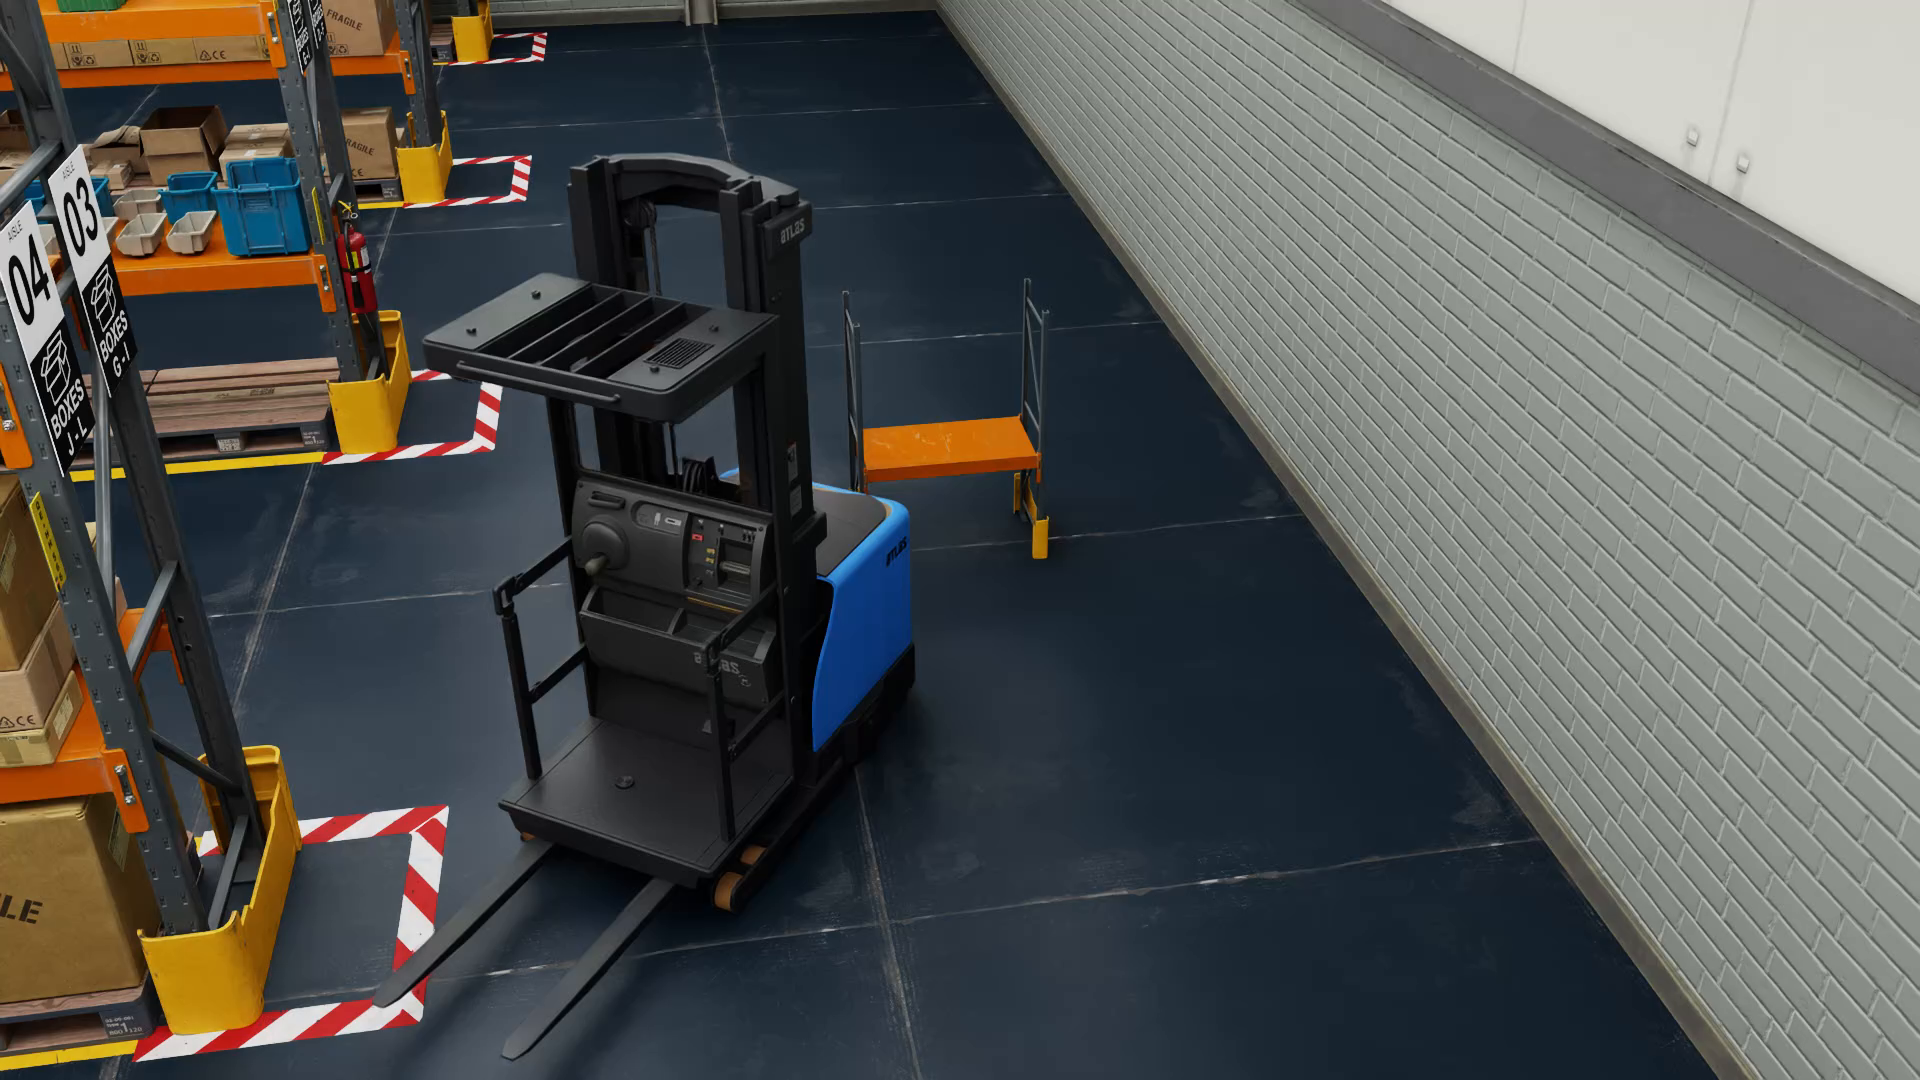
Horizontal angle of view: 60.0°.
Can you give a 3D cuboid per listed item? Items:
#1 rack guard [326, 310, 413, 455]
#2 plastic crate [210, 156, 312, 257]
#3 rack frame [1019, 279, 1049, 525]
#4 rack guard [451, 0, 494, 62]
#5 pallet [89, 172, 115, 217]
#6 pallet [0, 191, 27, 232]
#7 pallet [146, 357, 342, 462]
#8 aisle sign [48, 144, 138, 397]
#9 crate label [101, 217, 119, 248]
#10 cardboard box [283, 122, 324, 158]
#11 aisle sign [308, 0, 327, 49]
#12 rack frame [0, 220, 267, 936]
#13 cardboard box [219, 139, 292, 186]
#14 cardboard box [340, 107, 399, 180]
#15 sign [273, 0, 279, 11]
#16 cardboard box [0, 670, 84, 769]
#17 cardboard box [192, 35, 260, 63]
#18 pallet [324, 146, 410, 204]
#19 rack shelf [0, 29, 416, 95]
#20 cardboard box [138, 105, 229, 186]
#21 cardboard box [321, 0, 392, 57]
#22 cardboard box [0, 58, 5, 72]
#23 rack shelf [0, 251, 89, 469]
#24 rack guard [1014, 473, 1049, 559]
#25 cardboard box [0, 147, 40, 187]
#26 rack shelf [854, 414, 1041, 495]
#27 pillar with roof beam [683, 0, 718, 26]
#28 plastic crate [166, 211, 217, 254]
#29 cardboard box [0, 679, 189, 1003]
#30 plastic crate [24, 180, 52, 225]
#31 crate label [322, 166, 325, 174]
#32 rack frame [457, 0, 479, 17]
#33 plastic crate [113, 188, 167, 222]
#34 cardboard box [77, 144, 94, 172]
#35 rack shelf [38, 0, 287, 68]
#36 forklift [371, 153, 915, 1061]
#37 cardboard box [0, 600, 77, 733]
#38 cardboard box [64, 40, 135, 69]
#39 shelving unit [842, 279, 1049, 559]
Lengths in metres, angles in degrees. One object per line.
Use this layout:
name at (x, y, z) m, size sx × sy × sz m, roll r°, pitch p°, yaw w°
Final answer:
rack guard at (-3.916, -1.064, 11.067) m, size 0.348 × 0.500 × 1.175 m, roll -5°, pitch 31°, yaw -9°
plastic crate at (-4.233, -2.051, 10.184) m, size 0.499 × 0.435 × 0.616 m, roll -5°, pitch 31°, yaw -9°
rack frame at (0.416, -0.685, 9.436) m, size 0.032 × 1.500 × 0.500 m, roll -5°, pitch 31°, yaw -9°
rack guard at (-5.698, -5.997, 19.456) m, size 0.348 × 0.500 × 1.175 m, roll -5°, pitch 31°, yaw -9°
pallet at (-8.084, -3.098, 14.811) m, size 1.213 × 0.211 × 1.003 m, roll -5°, pitch 31°, yaw -9°
pallet at (-3.773, -0.846, 5.357) m, size 1.213 × 0.211 × 1.003 m, roll -5°, pitch 31°, yaw -9°
pallet at (-4.755, -0.875, 11.030) m, size 1.213 × 0.211 × 1.003 m, roll -5°, pitch 31°, yaw -9°
aisle sign at (-3.028, -0.941, 5.825) m, size 0.004 × 0.787 × 0.394 m, roll -5°, pitch 31°, yaw -9°
crate label at (-5.264, -1.824, 10.093) m, size 0.243 × 0.136 × 0.396 m, roll -5°, pitch 31°, yaw -9°
cardboard box at (-5.903, -3.654, 15.283) m, size 0.500 × 0.250 × 0.500 m, roll -5°, pitch 31°, yaw -9°
aisle sign at (-3.920, -3.408, 10.023) m, size 0.004 × 0.787 × 0.394 m, roll -5°, pitch 31°, yaw -9°
rack frame at (-3.045, 0.336, 6.219) m, size 0.127 × 3.000 × 1.000 m, roll -5°, pitch 31°, yaw -9°
cardboard box at (-6.256, -3.363, 14.789) m, size 0.500 × 0.250 × 0.500 m, roll -5°, pitch 31°, yaw -9°
cardboard box at (-5.316, -3.543, 14.848) m, size 0.500 × 0.500 × 0.500 m, roll -5°, pitch 31°, yaw -9°
sign at (-3.822, -3.108, 9.221) m, size 0.005 × 0.325 × 0.100 m, roll -5°, pitch 31°, yaw -9°
cardboard box at (-3.336, 0.641, 5.948) m, size 0.250 × 0.149 × 0.380 m, roll -5°, pitch 31°, yaw -8°
cardboard box at (-6.218, -4.378, 14.137) m, size 0.500 × 0.500 × 0.500 m, roll -5°, pitch 31°, yaw -9°
pallet at (-5.684, -3.321, 15.190) m, size 1.213 × 0.211 × 1.003 m, roll -5°, pitch 31°, yaw -9°
rack shelf at (-6.793, -4.110, 14.491) m, size 4.000 × 0.370 × 1.077 m, roll -5°, pitch 31°, yaw -9°
cardboard box at (-6.913, -3.526, 14.815) m, size 0.637 × 0.503 × 0.797 m, roll -5°, pitch 31°, yaw -9°
cardboard box at (-5.217, -4.470, 14.294) m, size 0.500 × 0.500 × 0.500 m, roll -4°, pitch 31°, yaw -7°
cardboard box at (-8.210, -4.192, 13.821) m, size 0.500 × 0.500 × 0.500 m, roll -5°, pitch 31°, yaw -8°
rack shelf at (-5.012, -0.464, 5.330) m, size 4.000 × 0.370 × 1.077 m, roll -5°, pitch 31°, yaw -9°
rack guard at (0.415, -0.146, 9.752) m, size 0.087 × 0.250 × 0.587 m, roll -5°, pitch 31°, yaw -9°
cardboard box at (-8.308, -3.199, 14.450) m, size 0.500 × 0.311 × 0.500 m, roll -5°, pitch 31°, yaw -9°
rack shelf at (-0.084, -0.484, 9.448) m, size 1.000 × 0.185 × 0.538 m, roll -5°, pitch 31°, yaw -9°
pillar with roof beam at (-2.446, -8.190, 14.801) m, size 0.400 × 9.000 × 9.100 m, roll -5°, pitch 31°, yaw -9°
plastic crate at (-4.706, -1.881, 10.190) m, size 0.243 × 0.136 × 0.396 m, roll -5°, pitch 31°, yaw -9°
cardboard box at (-3.660, 1.169, 6.484) m, size 0.875 × 0.875 × 0.875 m, roll -5°, pitch 31°, yaw -9°
plastic crate at (-5.829, -2.081, 10.436) m, size 0.300 × 0.233 × 0.416 m, roll -5°, pitch 31°, yaw -9°
crate label at (-4.239, -2.228, 10.687) m, size 0.303 × 0.233 × 0.416 m, roll -5°, pitch 31°, yaw -9°
rack frame at (-5.721, -7.073, 18.819) m, size 0.127 × 3.000 × 1.000 m, roll -5°, pitch 31°, yaw -9°
plastic crate at (-5.237, -2.137, 10.626) m, size 0.298 × 0.136 × 0.250 m, roll -5°, pitch 31°, yaw -9°
cardboard box at (-7.893, -3.456, 15.047) m, size 0.250 × 0.149 × 0.380 m, roll -5°, pitch 31°, yaw -9°
rack shelf at (-5.904, -2.934, 9.530) m, size 4.000 × 0.370 × 1.077 m, roll -5°, pitch 31°, yaw -9°
forklift at (-1.302, 0.063, 6.752) m, size 1.130 × 2.935 × 3.031 m, roll 13°, pitch 33°, yaw 21°
cardboard box at (-3.474, 0.449, 5.881) m, size 0.500 × 0.250 × 0.500 m, roll -6°, pitch 31°, yaw -10°
cardboard box at (-7.214, -4.285, 13.979) m, size 0.500 × 0.500 × 0.500 m, roll -5°, pitch 31°, yaw -9°
shelving unit at (-0.075, -0.640, 9.358) m, size 1.083 × 1.500 × 0.587 m, roll -5°, pitch 31°, yaw -9°
